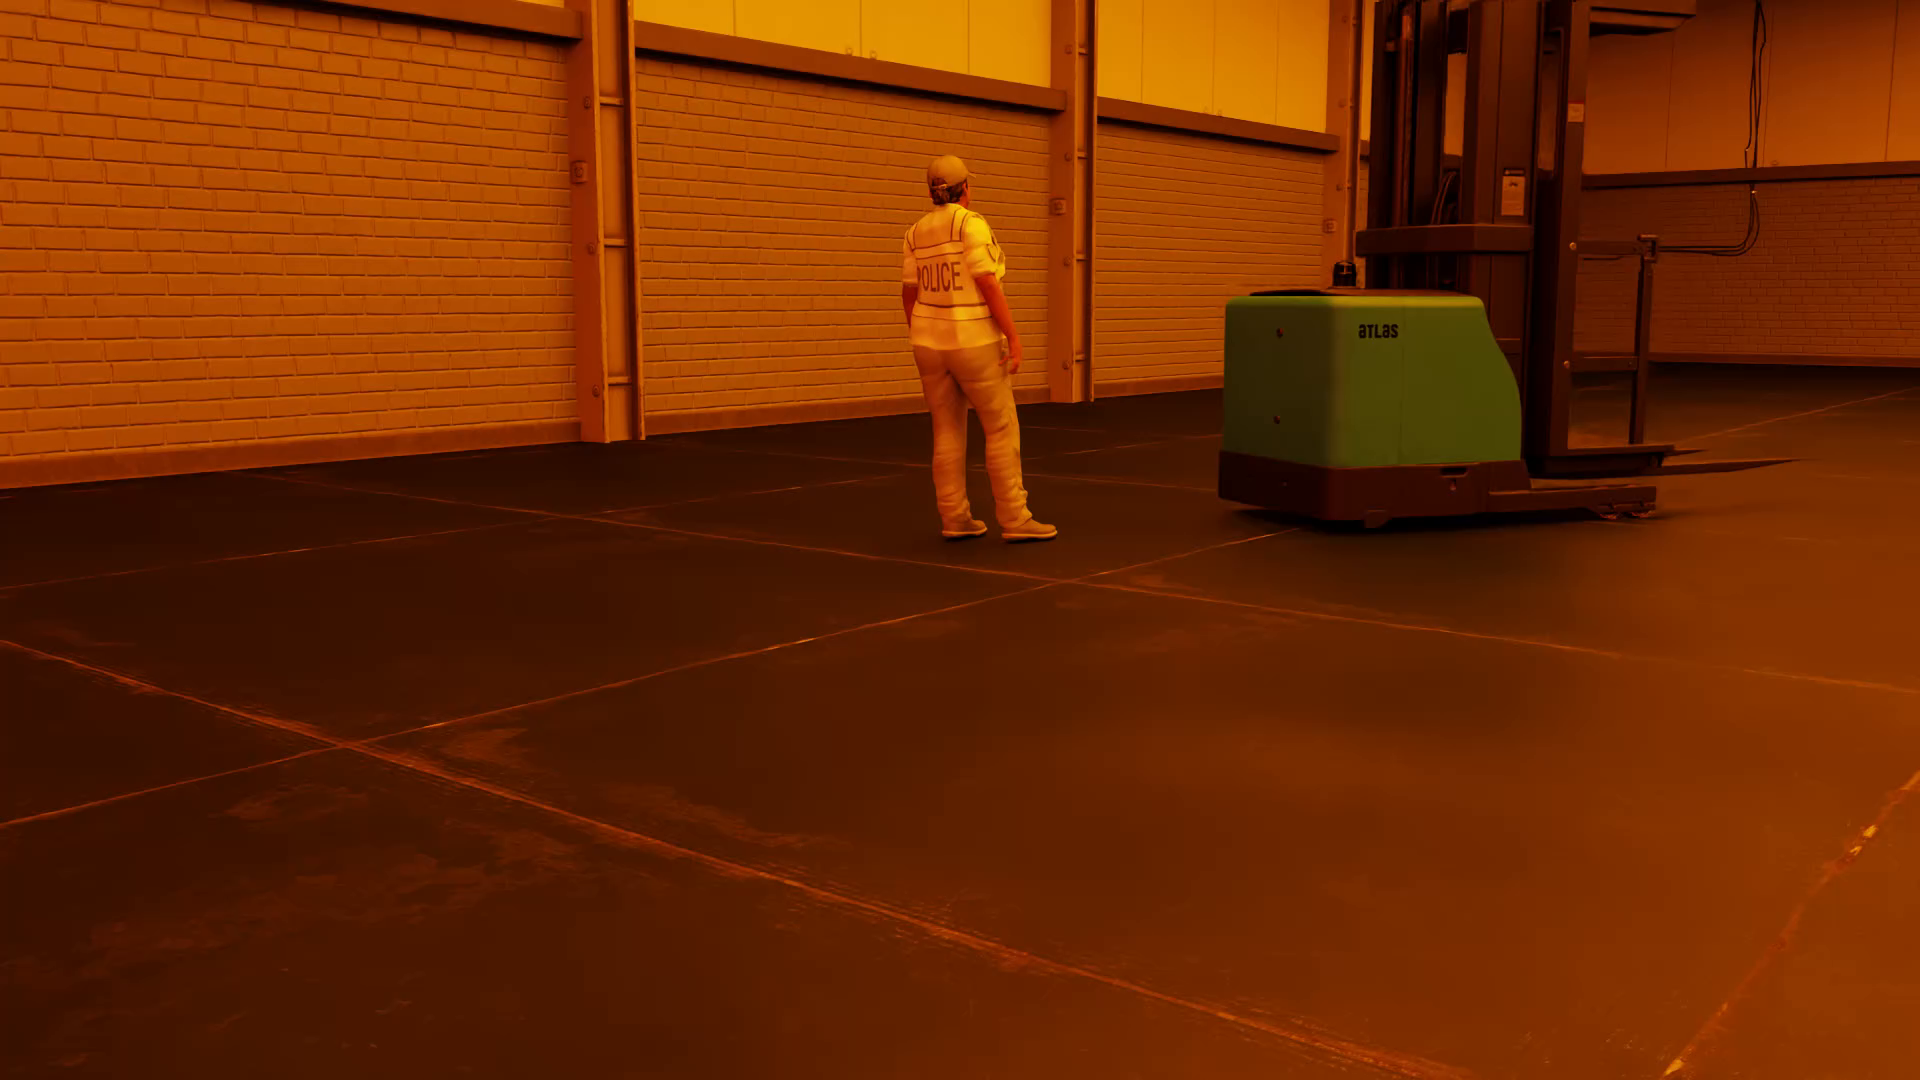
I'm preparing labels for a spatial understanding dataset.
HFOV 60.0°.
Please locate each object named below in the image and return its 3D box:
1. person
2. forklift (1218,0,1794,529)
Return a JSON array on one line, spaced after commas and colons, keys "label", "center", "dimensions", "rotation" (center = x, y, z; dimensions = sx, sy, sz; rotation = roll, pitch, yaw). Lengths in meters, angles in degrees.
[{"label": "person", "center": [0.066, -0.838, 7.328], "dimensions": [0.598, 1.670, 0.529], "rotation": [7, 11, 38]}, {"label": "forklift", "center": [2.867, -1.614, 8.309], "dimensions": [3.031, 2.935, 1.130], "rotation": [-3, 9, -22]}]
